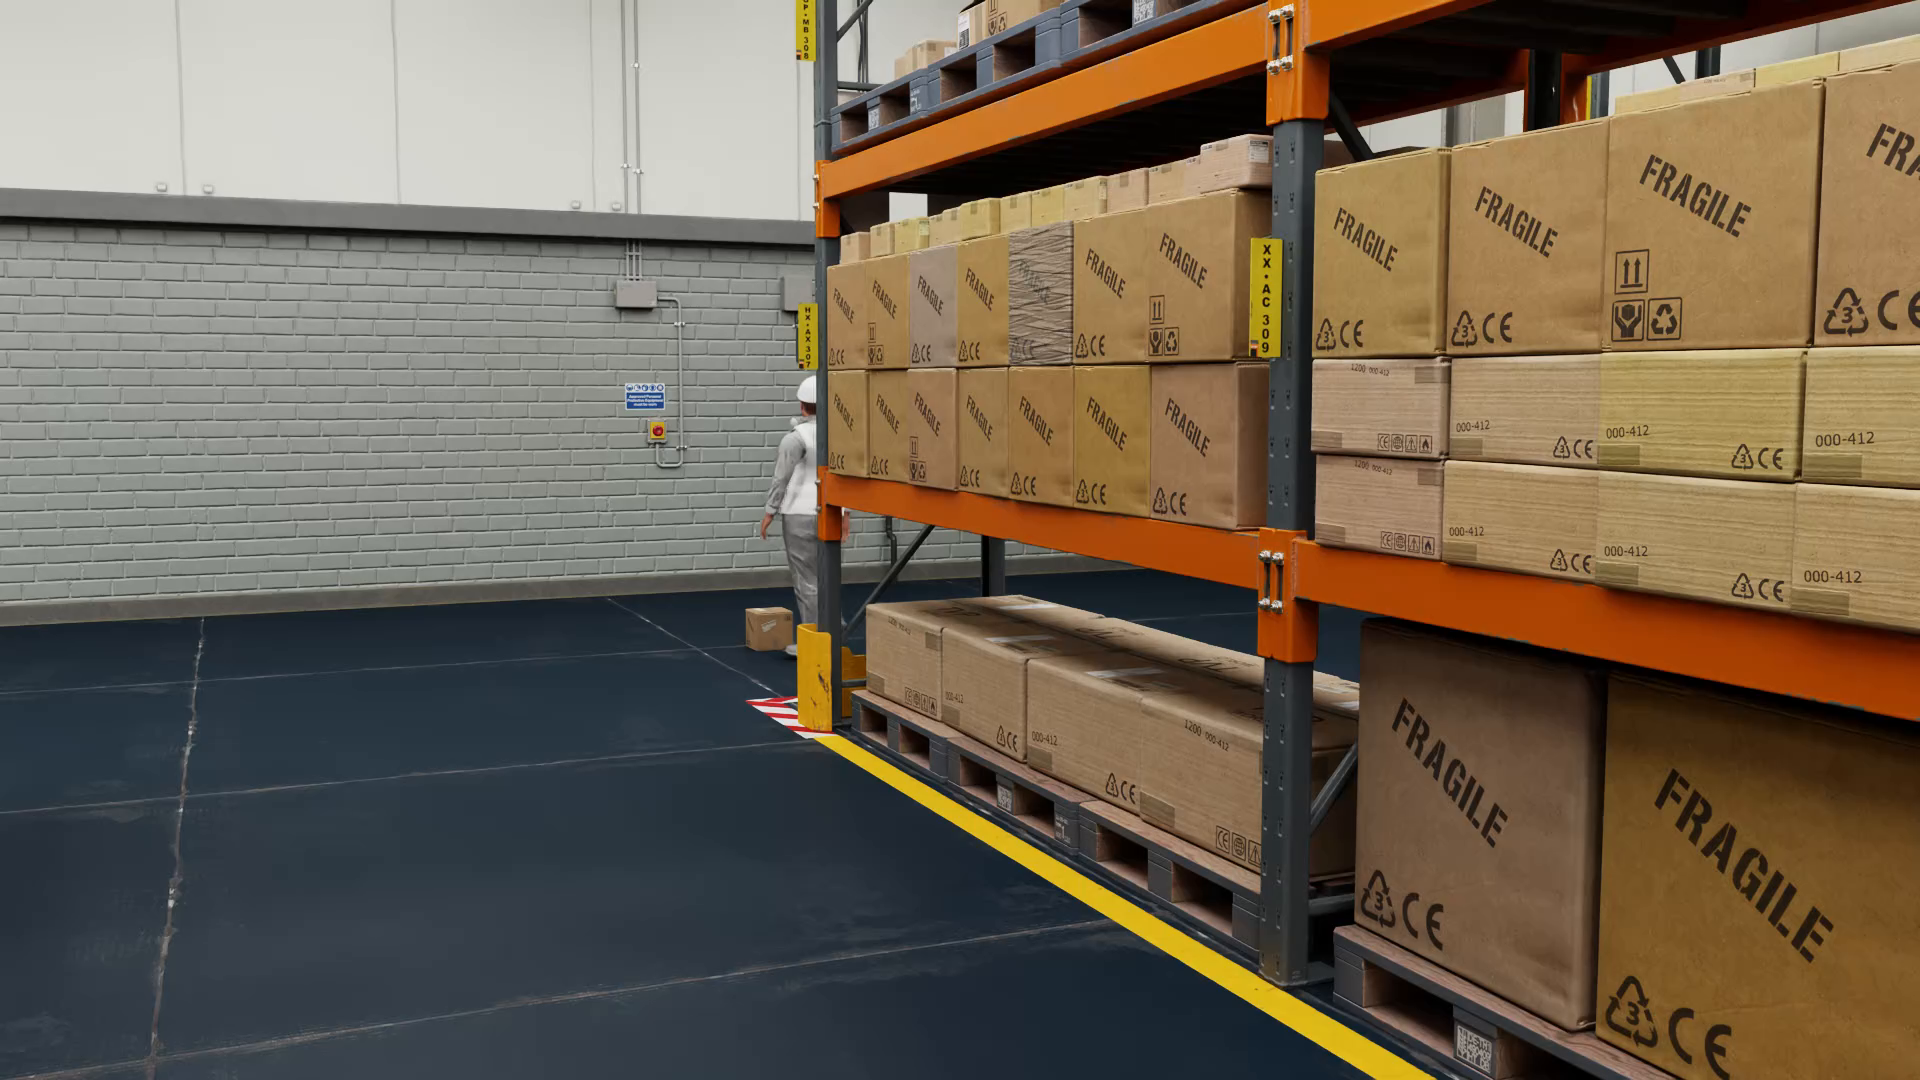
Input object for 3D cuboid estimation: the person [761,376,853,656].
[{"bbox_3d":[-0.980,-0.130,10.514,0.483,1.809,0.551,4,7,38],"label":"person"}]
